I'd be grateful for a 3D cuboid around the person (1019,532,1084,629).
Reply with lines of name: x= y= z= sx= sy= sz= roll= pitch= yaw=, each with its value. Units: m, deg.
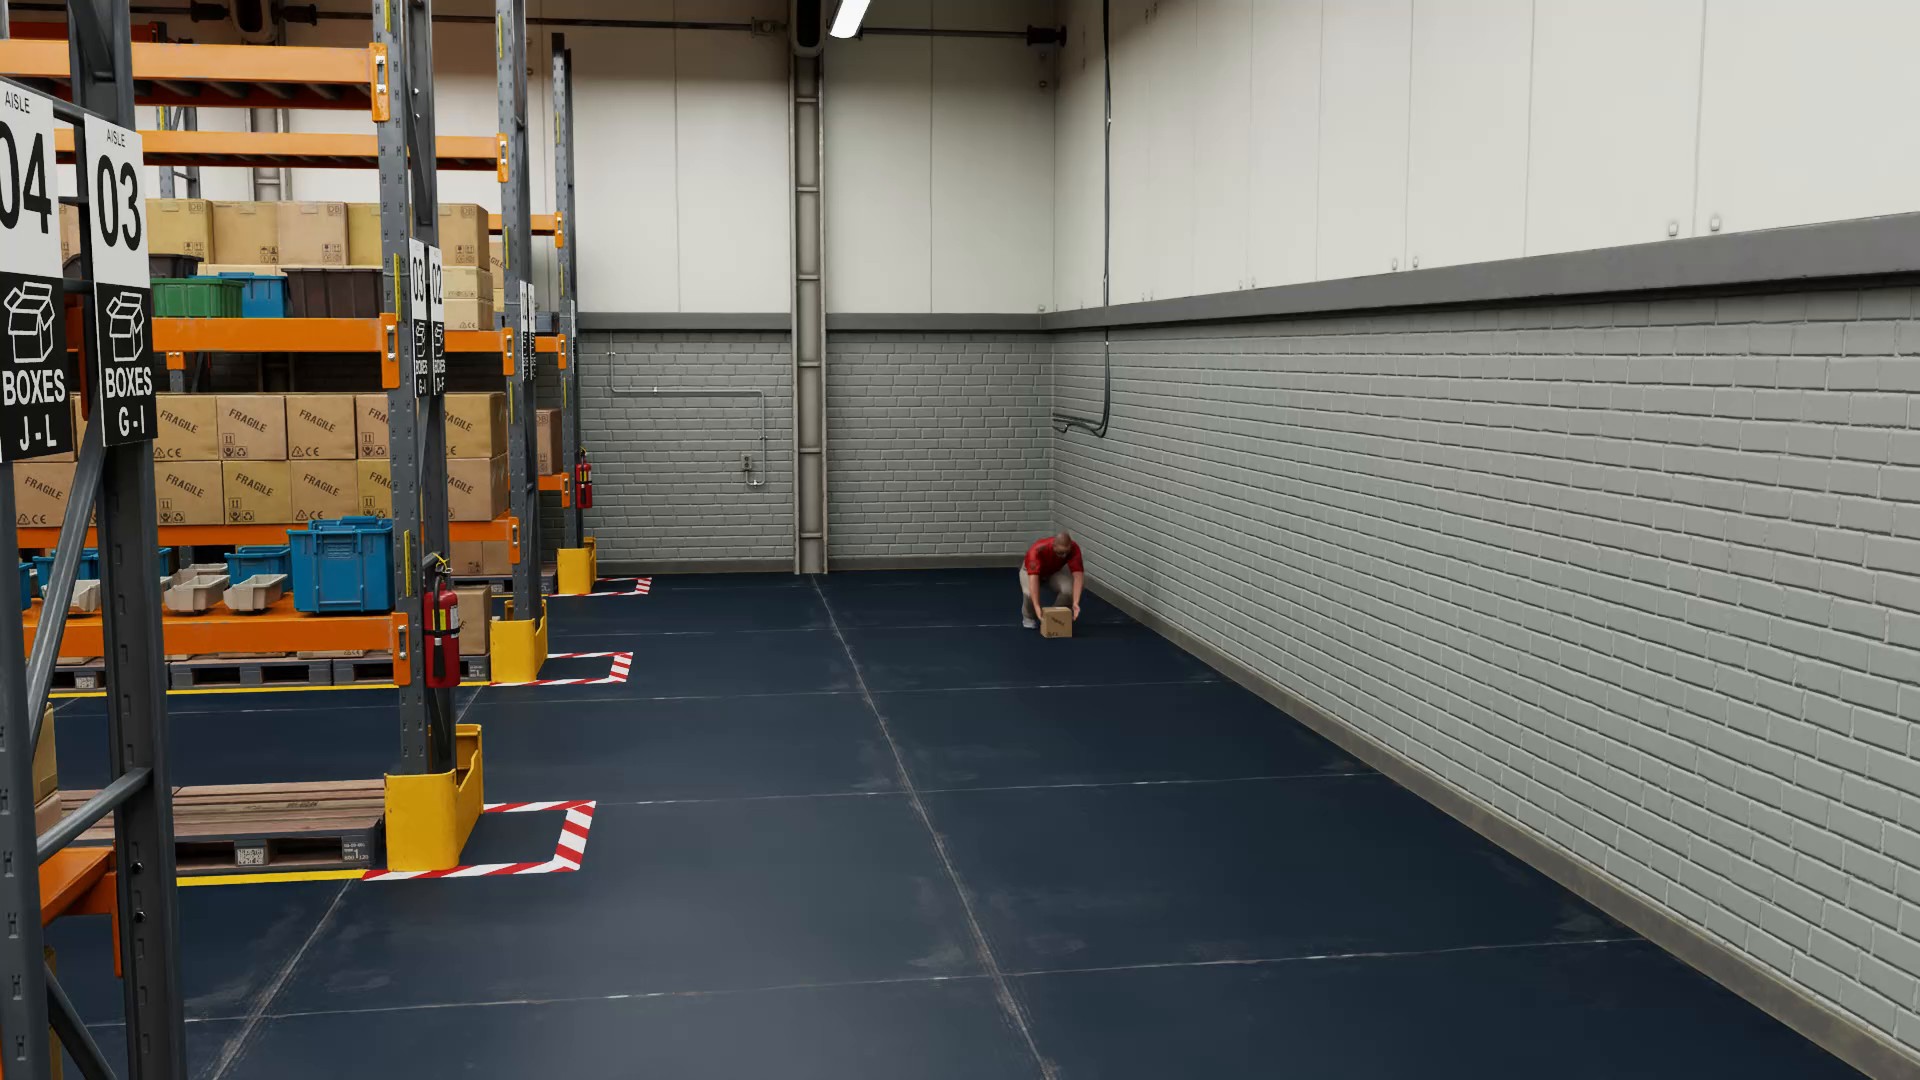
person: x=0.869 y=0.379 z=15.888 sx=0.569 sy=0.960 sz=0.878 roll=-1 pitch=7 yaw=-9
